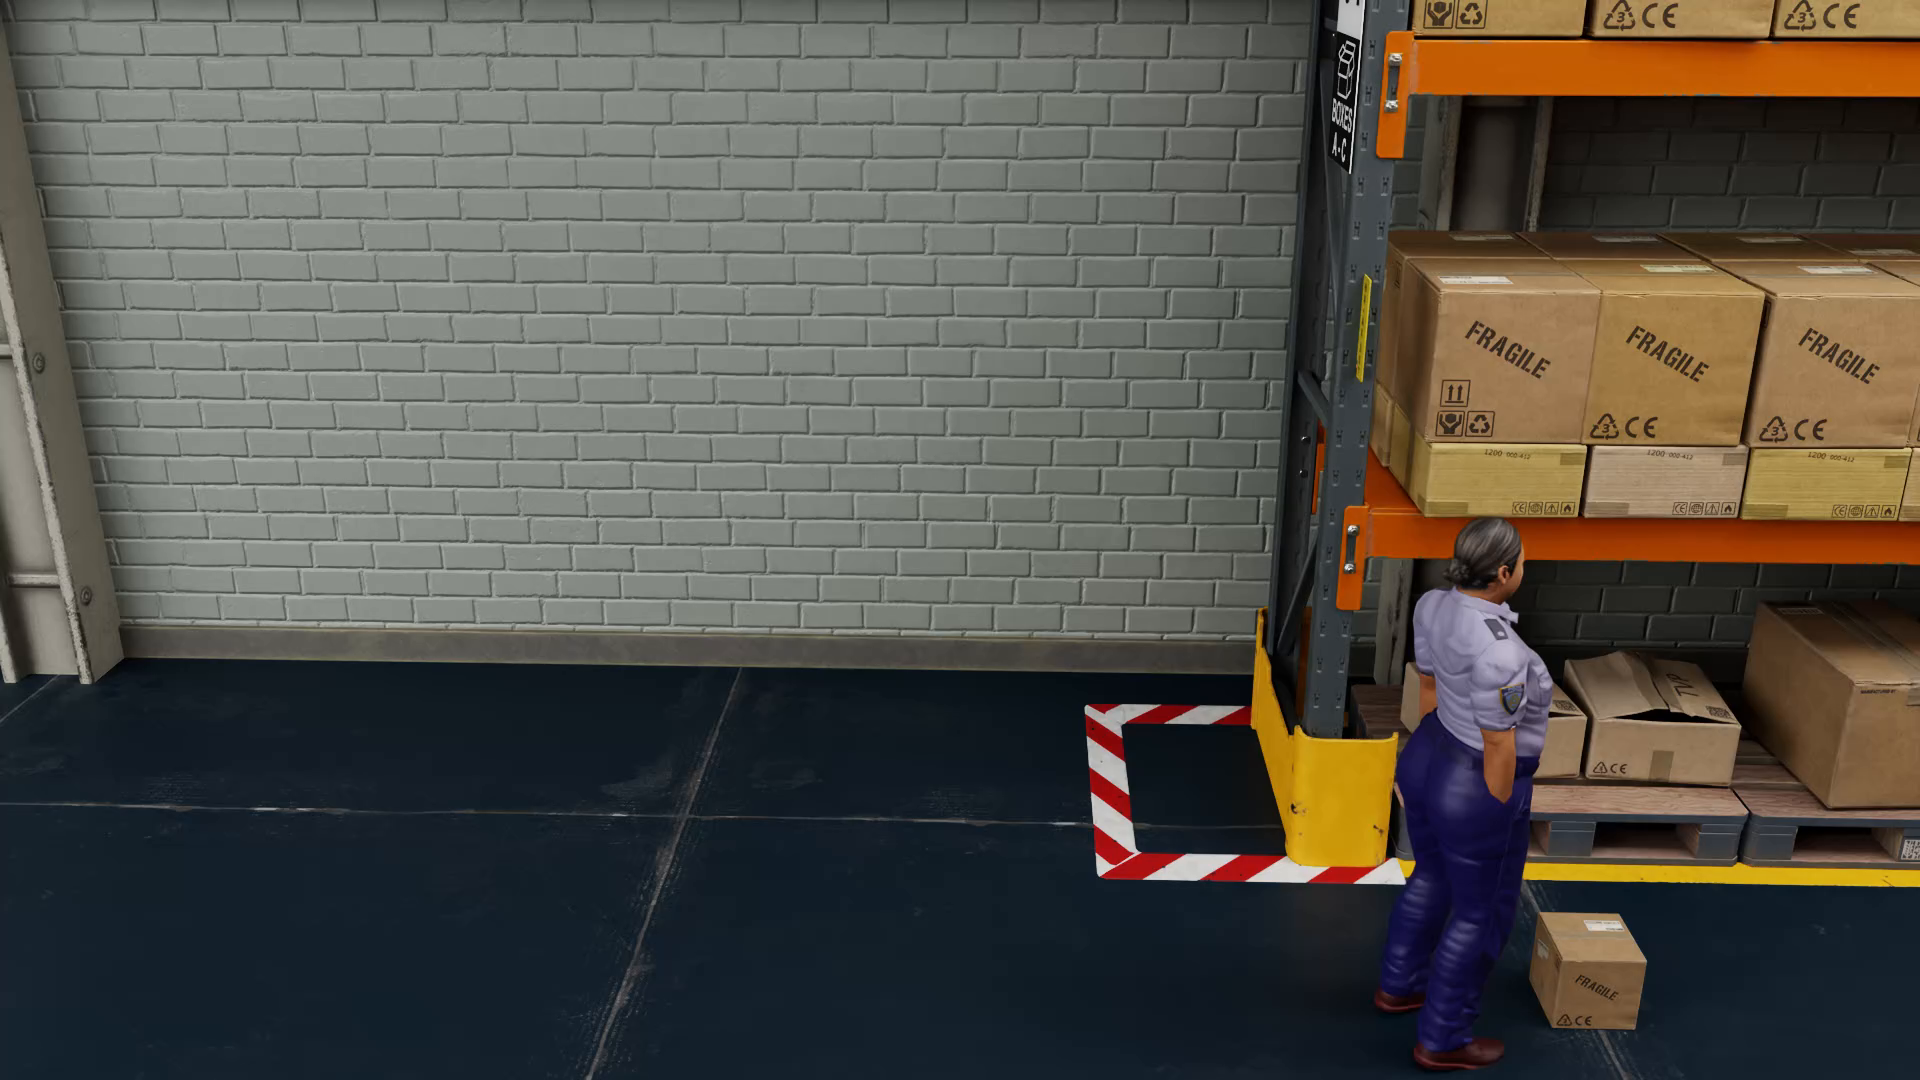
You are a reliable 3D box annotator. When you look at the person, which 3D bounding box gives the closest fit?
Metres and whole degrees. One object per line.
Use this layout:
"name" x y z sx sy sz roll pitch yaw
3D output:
"person" 1.450 0.713 4.766 0.342 1.660 0.468 -5 21 -12
